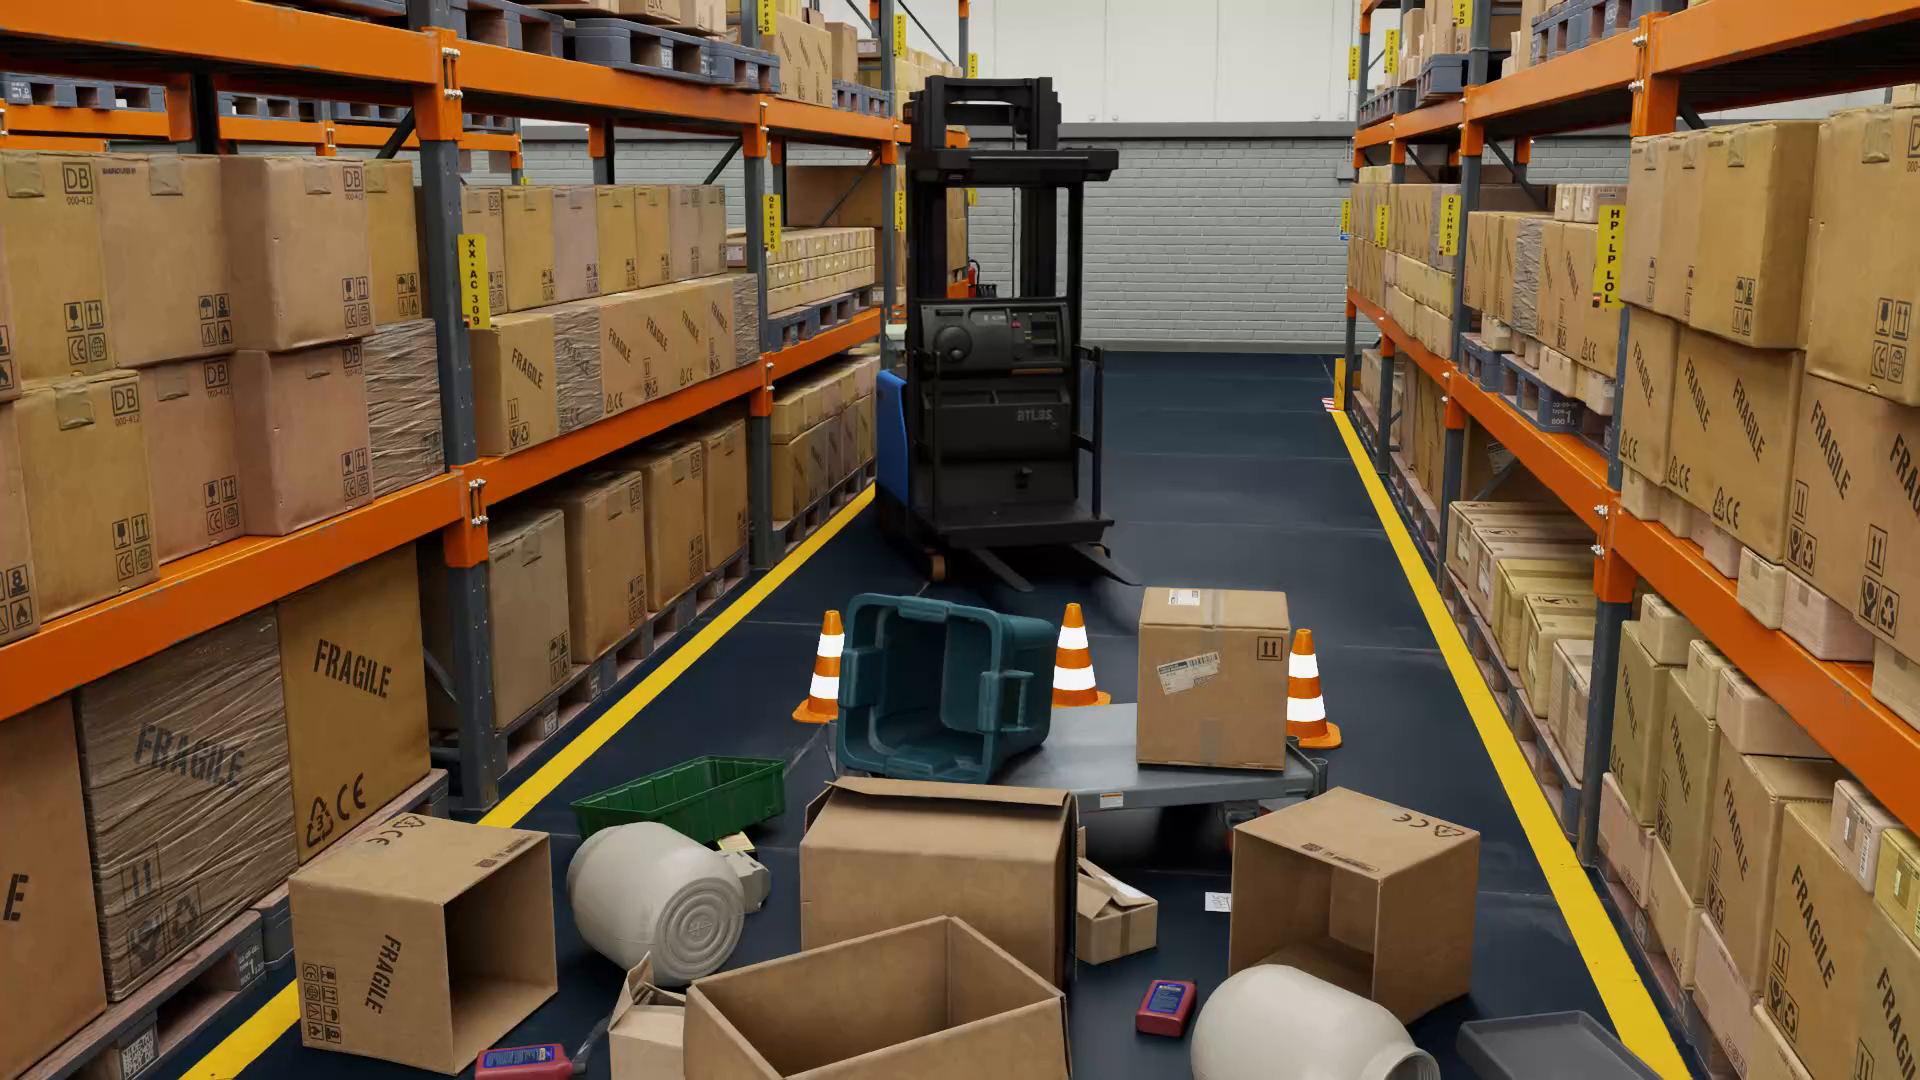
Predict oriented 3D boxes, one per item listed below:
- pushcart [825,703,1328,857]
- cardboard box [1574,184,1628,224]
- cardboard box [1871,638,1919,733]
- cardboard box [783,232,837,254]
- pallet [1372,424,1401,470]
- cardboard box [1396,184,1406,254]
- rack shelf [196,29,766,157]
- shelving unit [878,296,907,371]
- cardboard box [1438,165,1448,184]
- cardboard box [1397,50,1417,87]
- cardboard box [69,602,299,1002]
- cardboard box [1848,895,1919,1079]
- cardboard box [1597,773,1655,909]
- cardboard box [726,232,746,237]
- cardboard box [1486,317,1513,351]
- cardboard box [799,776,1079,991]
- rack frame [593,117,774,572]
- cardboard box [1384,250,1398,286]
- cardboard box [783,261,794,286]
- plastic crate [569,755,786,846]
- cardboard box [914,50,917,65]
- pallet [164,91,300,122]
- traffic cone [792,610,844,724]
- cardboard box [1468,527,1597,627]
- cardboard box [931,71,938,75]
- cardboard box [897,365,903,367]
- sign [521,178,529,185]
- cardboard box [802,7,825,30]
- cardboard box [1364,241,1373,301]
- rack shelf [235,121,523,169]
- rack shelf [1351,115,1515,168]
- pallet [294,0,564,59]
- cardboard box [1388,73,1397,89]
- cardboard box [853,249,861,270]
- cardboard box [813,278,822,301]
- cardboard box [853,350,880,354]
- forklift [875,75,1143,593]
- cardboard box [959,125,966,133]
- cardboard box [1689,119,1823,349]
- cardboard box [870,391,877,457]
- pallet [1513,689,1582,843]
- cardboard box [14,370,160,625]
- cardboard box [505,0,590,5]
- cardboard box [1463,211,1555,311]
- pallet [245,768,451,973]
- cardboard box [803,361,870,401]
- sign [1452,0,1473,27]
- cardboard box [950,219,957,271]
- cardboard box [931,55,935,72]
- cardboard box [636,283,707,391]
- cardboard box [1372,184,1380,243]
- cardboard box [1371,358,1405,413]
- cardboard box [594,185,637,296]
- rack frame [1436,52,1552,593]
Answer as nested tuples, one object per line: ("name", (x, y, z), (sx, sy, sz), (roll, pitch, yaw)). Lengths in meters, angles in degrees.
("pushcart", (0.386, 0.891, 5.962), (1.648, 0.377, 0.936), (-2, 12, -11))
("cardboard box", (2.588, -1.291, 6.385), (0.380, 0.149, 0.250), (2, 12, 7))
("cardboard box", (2.006, 0.275, 3.194), (0.380, 0.149, 0.250), (2, 12, 8))
("cardboard box", (-1.099, -2.144, 12.009), (0.380, 0.149, 0.250), (1, 12, 6))
("pallet", (4.072, -0.785, 14.135), (1.003, 0.211, 1.213), (2, 12, 9))
("cardboard box", (3.475, -2.341, 12.126), (0.500, 0.500, 0.500), (2, 12, 8))
("rack shelf", (-1.952, -1.998, 7.730), (1.077, 0.370, 4.000), (2, 12, 9))
("shelving unit", (-0.341, -0.961, 11.893), (0.431, 1.500, 0.755), (0, 12, 1))
("cardboard box", (3.758, -2.973, 13.518), (0.380, 0.149, 0.250), (2, 12, 10))
("cardboard box", (3.455, -3.506, 12.342), (0.396, 0.266, 0.258), (2, 12, 8))
("cardboard box", (-2.560, 0.683, 4.749), (0.875, 0.875, 0.875), (2, 12, 9))
("cardboard box", (1.974, 0.994, 3.012), (0.500, 0.500, 0.500), (2, 12, 11))
("cardboard box", (2.289, 0.926, 5.108), (0.500, 0.250, 0.500), (1, 12, 6))
("cardboard box", (-1.742, -2.169, 12.125), (0.380, 0.149, 0.250), (2, 12, 11))
("cardboard box", (2.801, -1.011, 8.163), (0.380, 0.149, 0.250), (2, 12, 9))
("cardboard box", (-0.064, 1.017, 4.758), (0.797, 0.637, 0.503), (2, 12, 9))
("rack frame", (-1.644, -1.299, 9.902), (1.000, 3.000, 0.127), (2, 12, 9))
("cardboard box", (3.531, -2.081, 12.699), (0.500, 0.250, 0.500), (2, 12, 7))
("cardboard box", (-1.294, -1.733, 10.810), (0.380, 0.149, 0.250), (1, 12, 7))
("plastic crate", (-0.992, 0.959, 5.963), (0.450, 0.188, 0.662), (-3, 8, 40))
("cardboard box", (-0.583, -4.234, 14.621), (0.380, 0.149, 0.250), (1, 12, 7))
("pallet", (-6.007, -3.494, 13.420), (0.805, 0.209, 1.217), (1, 12, 6))
("traffic cone", (-0.561, 0.543, 7.374), (0.336, 0.463, 0.334), (2, 12, 9))
("cardboard box", (3.060, 0.191, 8.230), (0.950, 0.372, 0.625), (2, 12, 8))
("cardboard box", (-0.482, -4.180, 15.319), (0.500, 0.250, 0.500), (1, 12, 6))
("cardboard box", (-0.543, -1.514, 15.258), (0.380, 0.149, 0.250), (2, 12, 10))
("sign", (-4.765, -3.808, 18.231), (0.100, 0.325, 0.005), (2, 12, 9))
("cardboard box", (-1.397, -3.537, 11.922), (0.797, 0.503, 0.637), (2, 12, 8))
("cardboard box", (3.833, -2.359, 14.580), (0.500, 0.500, 0.500), (2, 12, 8))
("rack shelf", (-5.607, -3.845, 16.300), (1.077, 0.370, 4.000), (2, 12, 9))
("rack shelf", (4.185, -3.524, 14.811), (1.077, 0.370, 4.000), (2, 12, 9))
("pallet", (-2.167, -2.032, 6.635), (0.805, 0.209, 1.217), (1, 12, 6))
("cardboard box", (3.659, -3.791, 13.427), (0.396, 0.266, 0.258), (2, 12, 10))
("cardboard box", (-0.976, -2.164, 12.809), (0.380, 0.149, 0.250), (2, 12, 11))
("cardboard box", (-1.174, -1.744, 11.567), (0.380, 0.149, 0.250), (2, 12, 9))
("cardboard box", (-0.876, -1.805, 16.607), (0.380, 0.149, 0.250), (1, 12, 6))
("forklift", (0.275, -1.271, 9.932), (1.130, 2.935, 3.031), (-3, 13, -14))
("cardboard box", (-0.223, -4.254, 16.850), (0.500, 0.250, 0.500), (2, 12, 7))
("cardboard box", (2.161, -0.716, 3.881), (0.700, 0.500, 0.500), (2, 12, 7))
("cardboard box", (-0.894, -0.953, 13.232), (0.500, 0.500, 0.500), (2, 12, 8))
("pallet", (2.765, 0.874, 6.438), (1.003, 0.211, 1.213), (2, 12, 9))
("cardboard box", (-2.549, -0.125, 4.099), (0.875, 0.550, 0.500), (2, 12, 9))
("cardboard box", (-1.787, -2.348, 7.008), (0.380, 0.149, 0.250), (2, 12, 9))
("cardboard box", (2.964, -1.473, 8.769), (0.500, 0.500, 0.500), (2, 12, 7))
("pallet", (-2.454, 1.052, 5.609), (1.003, 0.211, 1.213), (2, 12, 9))
("cardboard box", (-0.986, -1.212, 12.654), (0.500, 0.250, 0.500), (2, 12, 11))
("sign", (2.715, -2.937, 8.968), (0.100, 0.325, 0.005), (2, 12, 9))
("cardboard box", (-0.313, -2.950, 16.618), (0.500, 0.500, 0.500), (2, 12, 8))
("cardboard box", (-0.433, -4.398, 15.386), (0.380, 0.149, 0.250), (2, 12, 7))
("cardboard box", (-1.603, -1.038, 8.451), (0.500, 0.500, 0.500), (2, 12, 8))
("cardboard box", (3.763, -2.743, 13.989), (0.500, 0.500, 0.500), (2, 12, 8))
("cardboard box", (4.357, -1.447, 15.670), (0.875, 0.438, 0.875), (2, 12, 10))
("cardboard box", (-1.955, -1.425, 7.875), (0.700, 0.500, 0.500), (2, 12, 8))
("rack frame", (3.262, -1.160, 9.255), (1.000, 3.000, 0.127), (2, 12, 9))
